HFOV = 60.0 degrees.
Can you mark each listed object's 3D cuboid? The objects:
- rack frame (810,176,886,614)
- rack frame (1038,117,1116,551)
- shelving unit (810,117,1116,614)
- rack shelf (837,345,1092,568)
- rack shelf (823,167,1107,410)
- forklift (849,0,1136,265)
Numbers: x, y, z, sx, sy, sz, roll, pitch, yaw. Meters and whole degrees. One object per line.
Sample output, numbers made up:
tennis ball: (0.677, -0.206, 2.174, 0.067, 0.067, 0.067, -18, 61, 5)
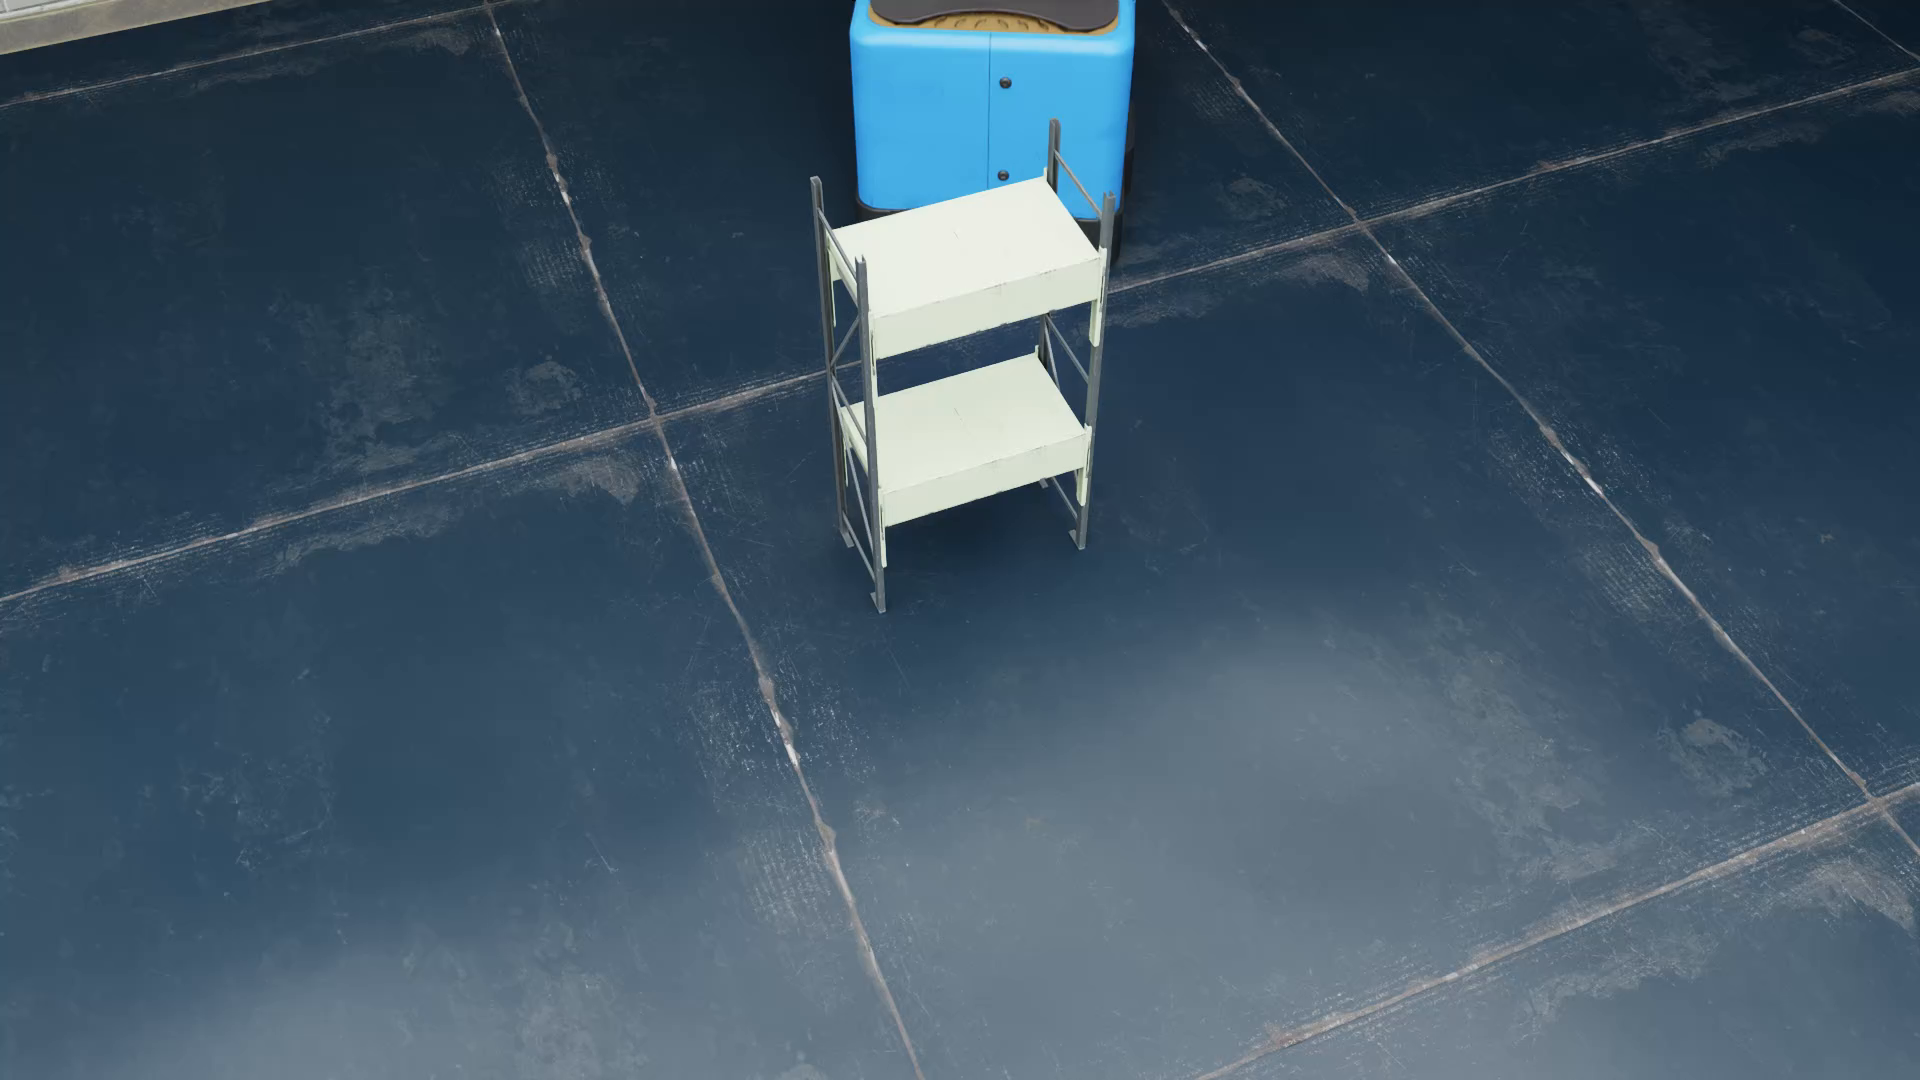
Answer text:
rack frame: (-0.333, -0.386, 5.093, 0.023, 1.500, 0.400, -17, 52, -14)
rack frame: (0.345, -0.596, 5.273, 0.023, 1.500, 0.400, -17, 52, -14)
shelving unit: (0.006, -0.491, 5.183, 0.755, 1.500, 0.431, -17, 52, -14)
rack shelf: (0.006, -0.278, 5.430, 0.720, 0.370, 0.431, -17, 52, -14)
rack shelf: (0.006, -0.745, 4.887, 0.720, 0.370, 0.431, -17, 52, -14)
forklift: (0.219, -3.147, 6.520, 1.130, 2.935, 3.031, 3, 49, 3)
